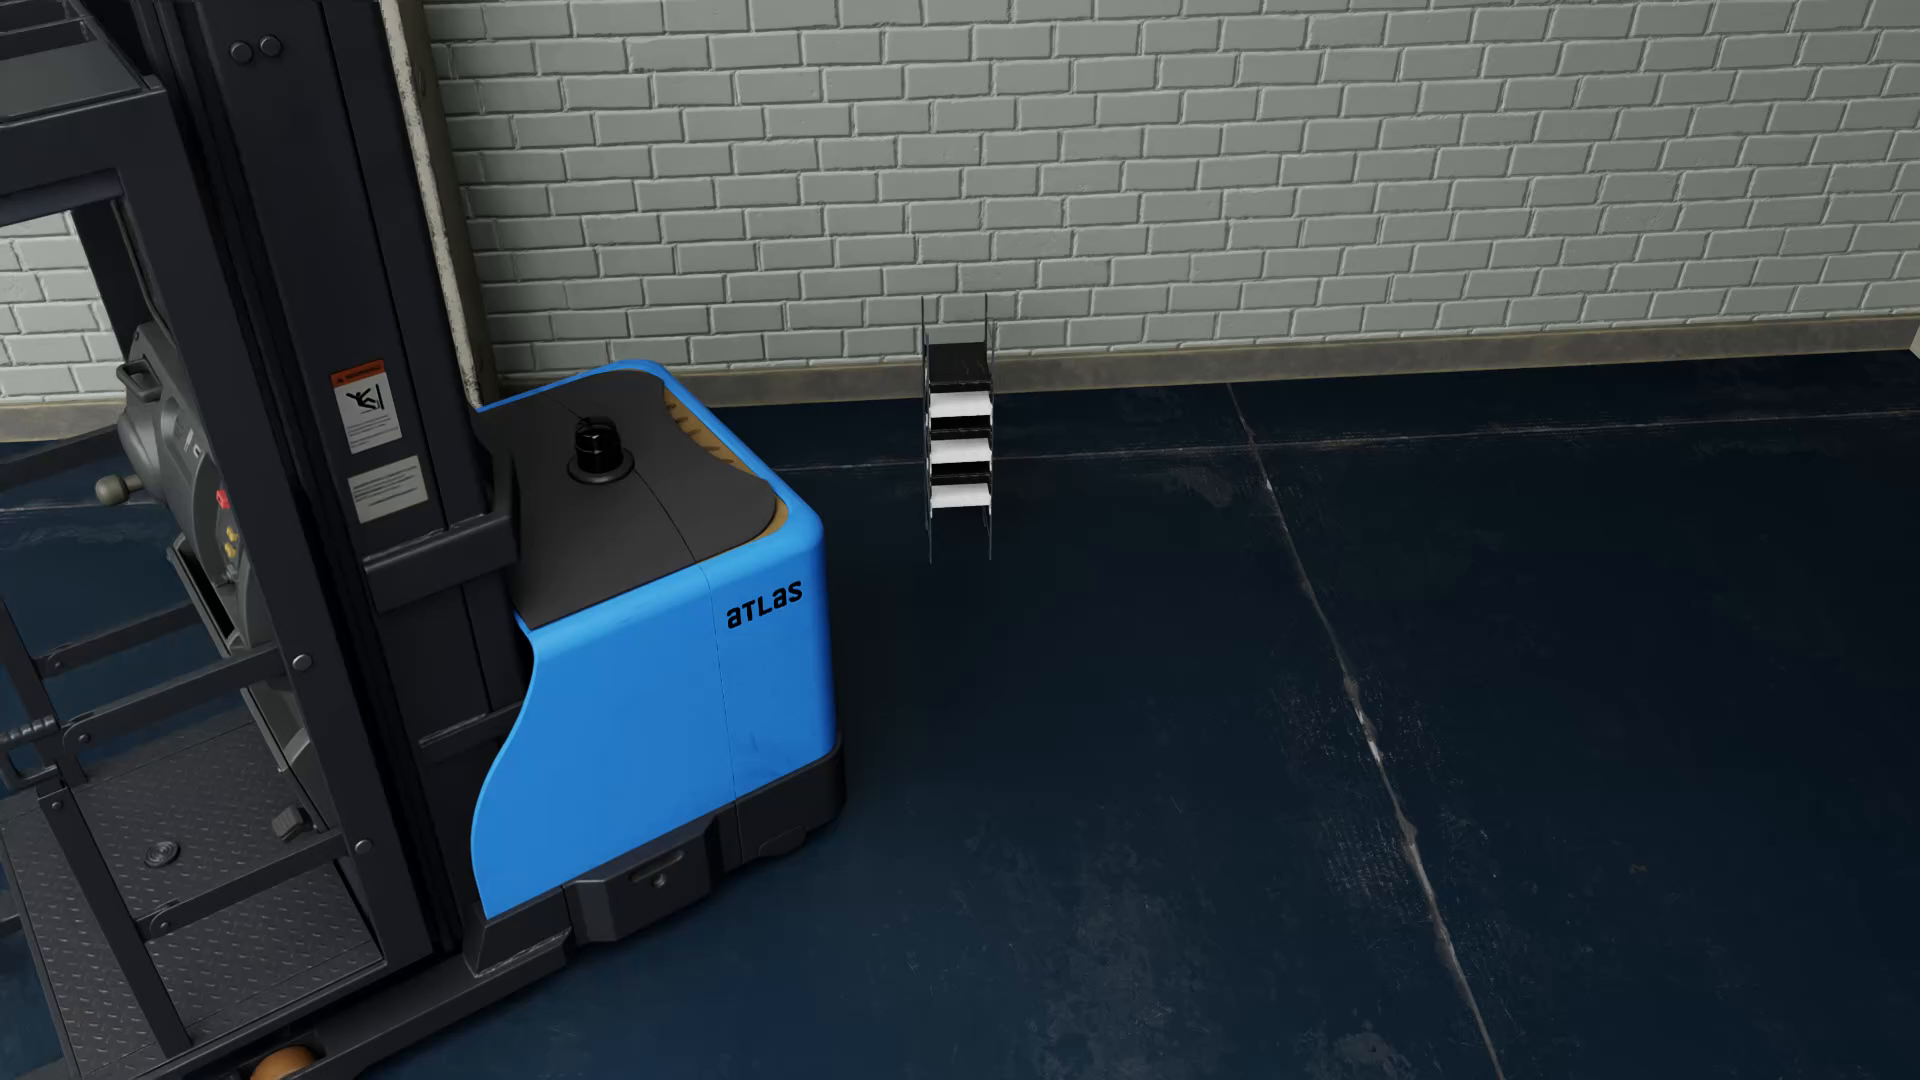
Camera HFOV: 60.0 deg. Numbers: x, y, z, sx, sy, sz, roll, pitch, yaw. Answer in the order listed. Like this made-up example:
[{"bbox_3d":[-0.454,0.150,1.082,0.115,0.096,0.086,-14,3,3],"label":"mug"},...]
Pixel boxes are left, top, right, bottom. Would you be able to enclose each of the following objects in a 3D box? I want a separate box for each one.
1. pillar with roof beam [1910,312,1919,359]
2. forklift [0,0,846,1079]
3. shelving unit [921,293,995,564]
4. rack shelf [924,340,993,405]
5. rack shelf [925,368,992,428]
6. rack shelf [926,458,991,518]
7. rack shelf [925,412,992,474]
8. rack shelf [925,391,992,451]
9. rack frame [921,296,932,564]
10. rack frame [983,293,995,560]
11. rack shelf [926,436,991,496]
[{"bbox_3d":[4.433,-1.588,0.498,0.400,9.000,9.100,-3,38,-4],"label":"pillar with roof beam"},{"bbox_3d":[-1.821,-0.074,3.478,3.031,2.935,1.130,-24,44,-27],"label":"forklift"},{"bbox_3d":[-0.008,-0.353,5.471,0.210,0.900,0.258,-3,38,-4],"label":"shelving unit"},{"bbox_3d":[-0.008,-0.539,5.324,0.200,0.077,0.258,-3,38,-4],"label":"rack shelf"},{"bbox_3d":[-0.008,-0.468,5.380,0.200,0.077,0.258,-3,38,-4],"label":"rack shelf"},{"bbox_3d":[-0.008,-0.185,5.603,0.200,0.077,0.258,-3,38,-4],"label":"rack shelf"},{"bbox_3d":[-0.008,-0.327,5.491,0.200,0.077,0.258,-3,38,-4],"label":"rack shelf"},{"bbox_3d":[-0.008,-0.397,5.436,0.200,0.077,0.258,-3,38,-4],"label":"rack shelf"},{"bbox_3d":[-0.109,-0.347,5.464,0.006,0.900,0.240,-3,38,-4],"label":"rack frame"},{"bbox_3d":[0.093,-0.358,5.478,0.006,0.900,0.240,-3,38,-4],"label":"rack frame"},{"bbox_3d":[-0.008,-0.256,5.547,0.200,0.077,0.258,-3,38,-4],"label":"rack shelf"}]
